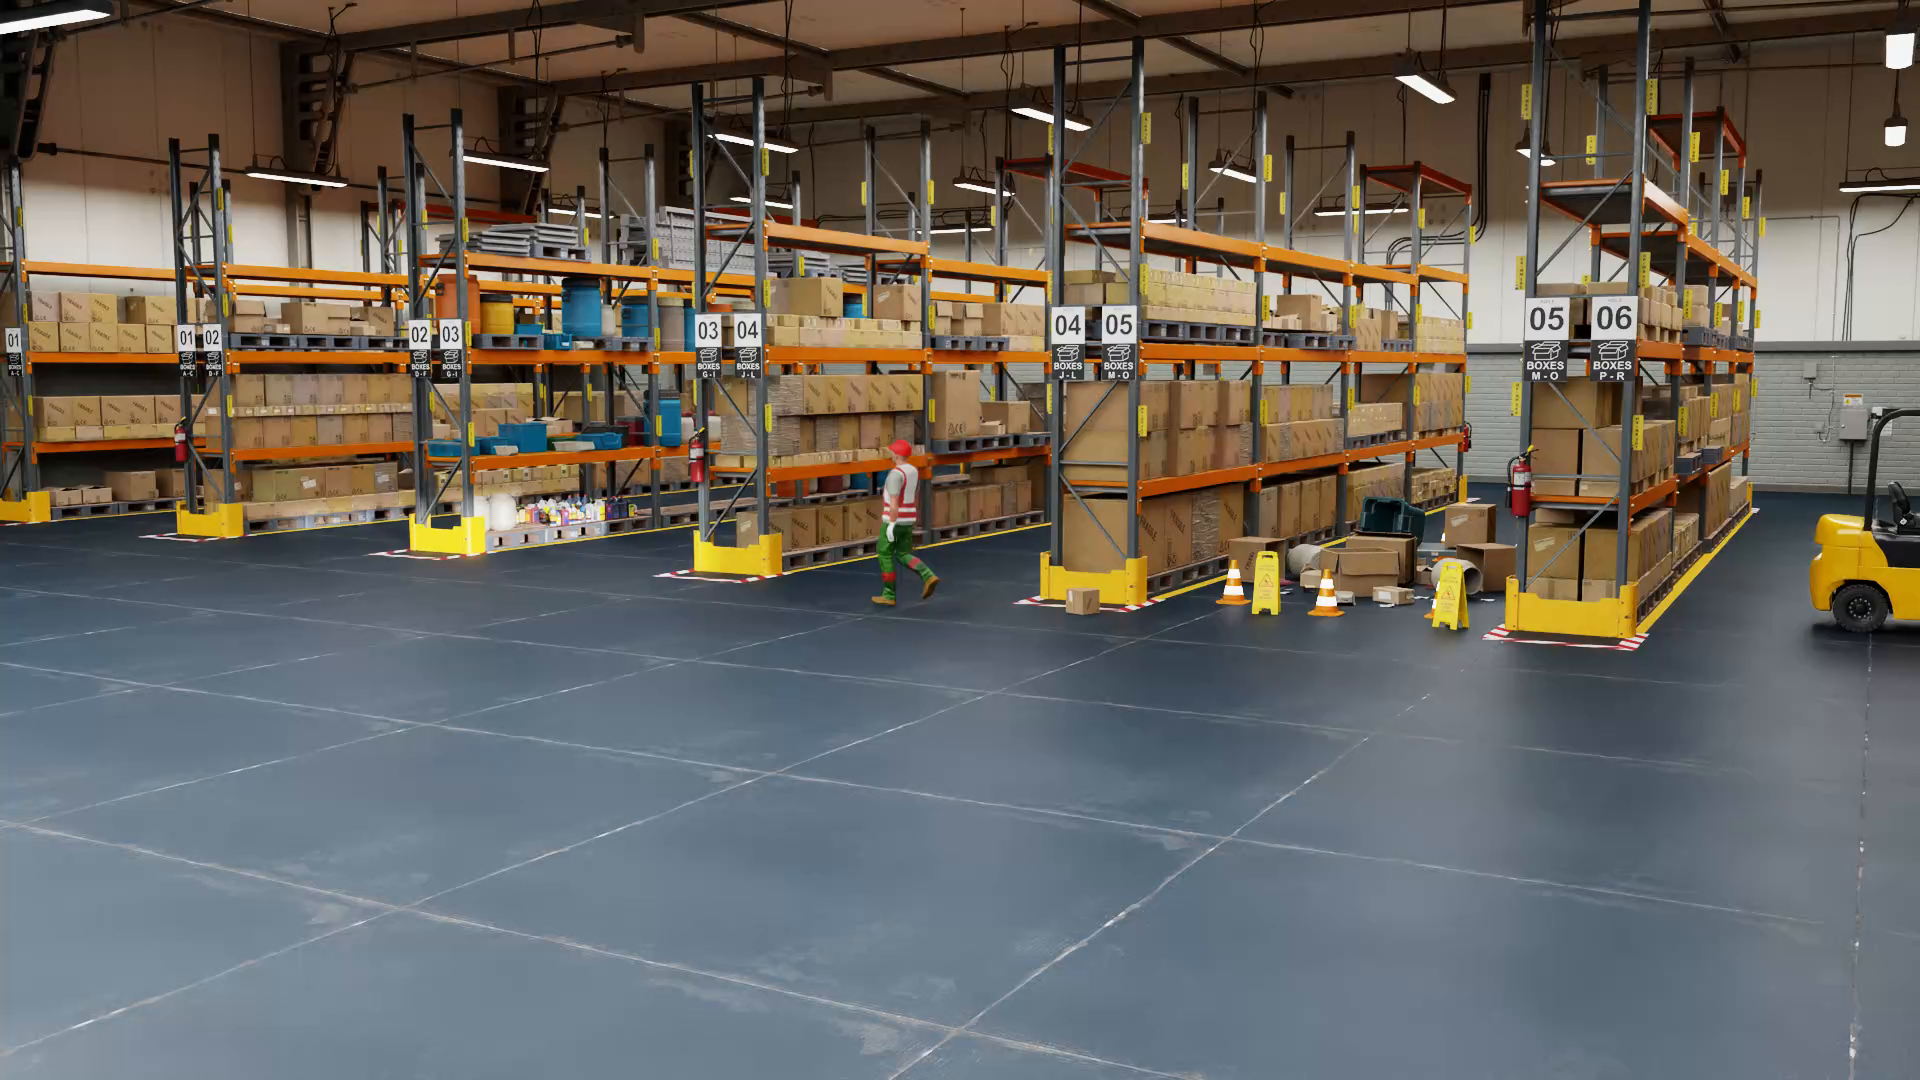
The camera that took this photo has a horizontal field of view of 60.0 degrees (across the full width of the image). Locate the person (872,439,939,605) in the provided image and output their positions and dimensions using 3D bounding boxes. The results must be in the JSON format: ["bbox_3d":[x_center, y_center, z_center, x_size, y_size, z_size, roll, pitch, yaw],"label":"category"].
[{"bbox_3d":[-0.601,-0.186,17.651,0.745,1.771,0.537,4,7,33],"label":"person"}]
